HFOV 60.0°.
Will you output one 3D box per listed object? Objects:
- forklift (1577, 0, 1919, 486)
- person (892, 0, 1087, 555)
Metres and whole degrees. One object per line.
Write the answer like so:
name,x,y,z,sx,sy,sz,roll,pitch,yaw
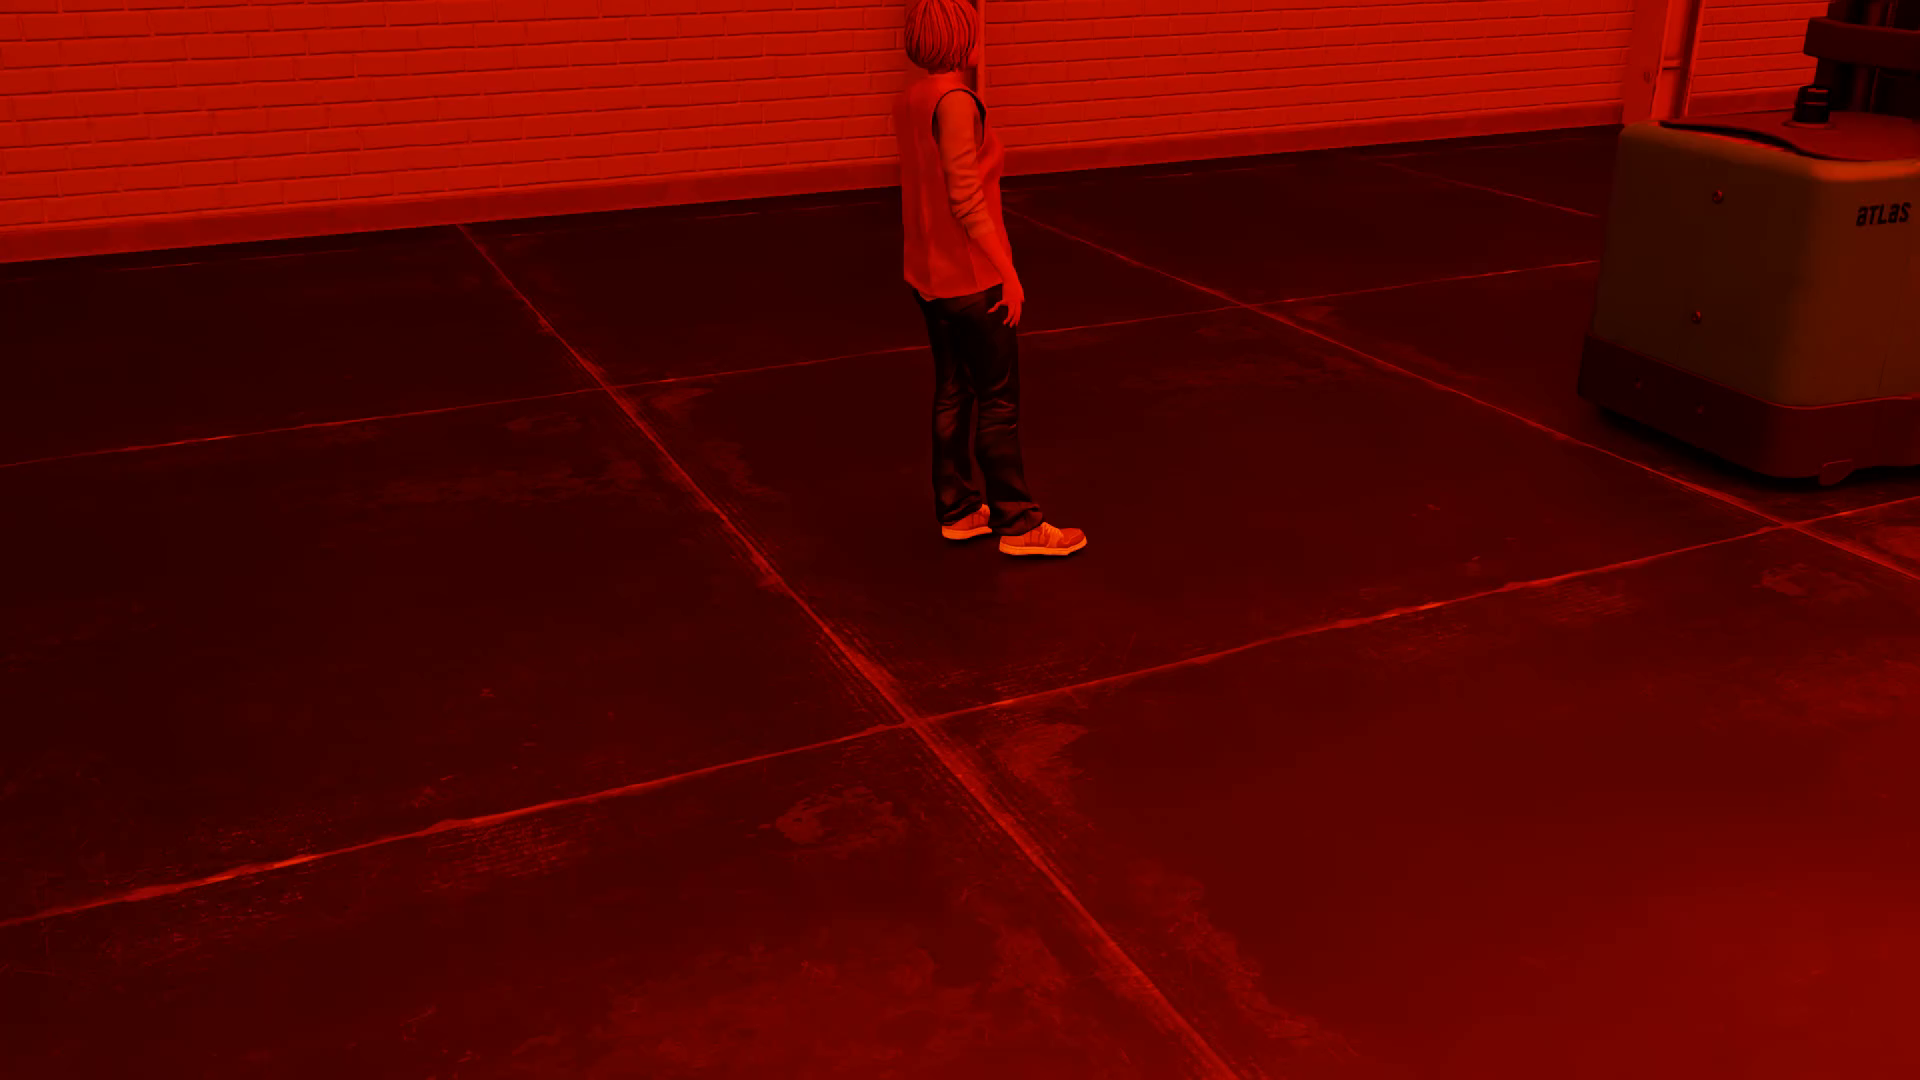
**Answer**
forklift,3.887,-1.861,5.765,3.031,2.935,1.130,-8,24,-18
person,0.073,-0.751,4.814,0.476,1.597,0.520,-10,25,-23
